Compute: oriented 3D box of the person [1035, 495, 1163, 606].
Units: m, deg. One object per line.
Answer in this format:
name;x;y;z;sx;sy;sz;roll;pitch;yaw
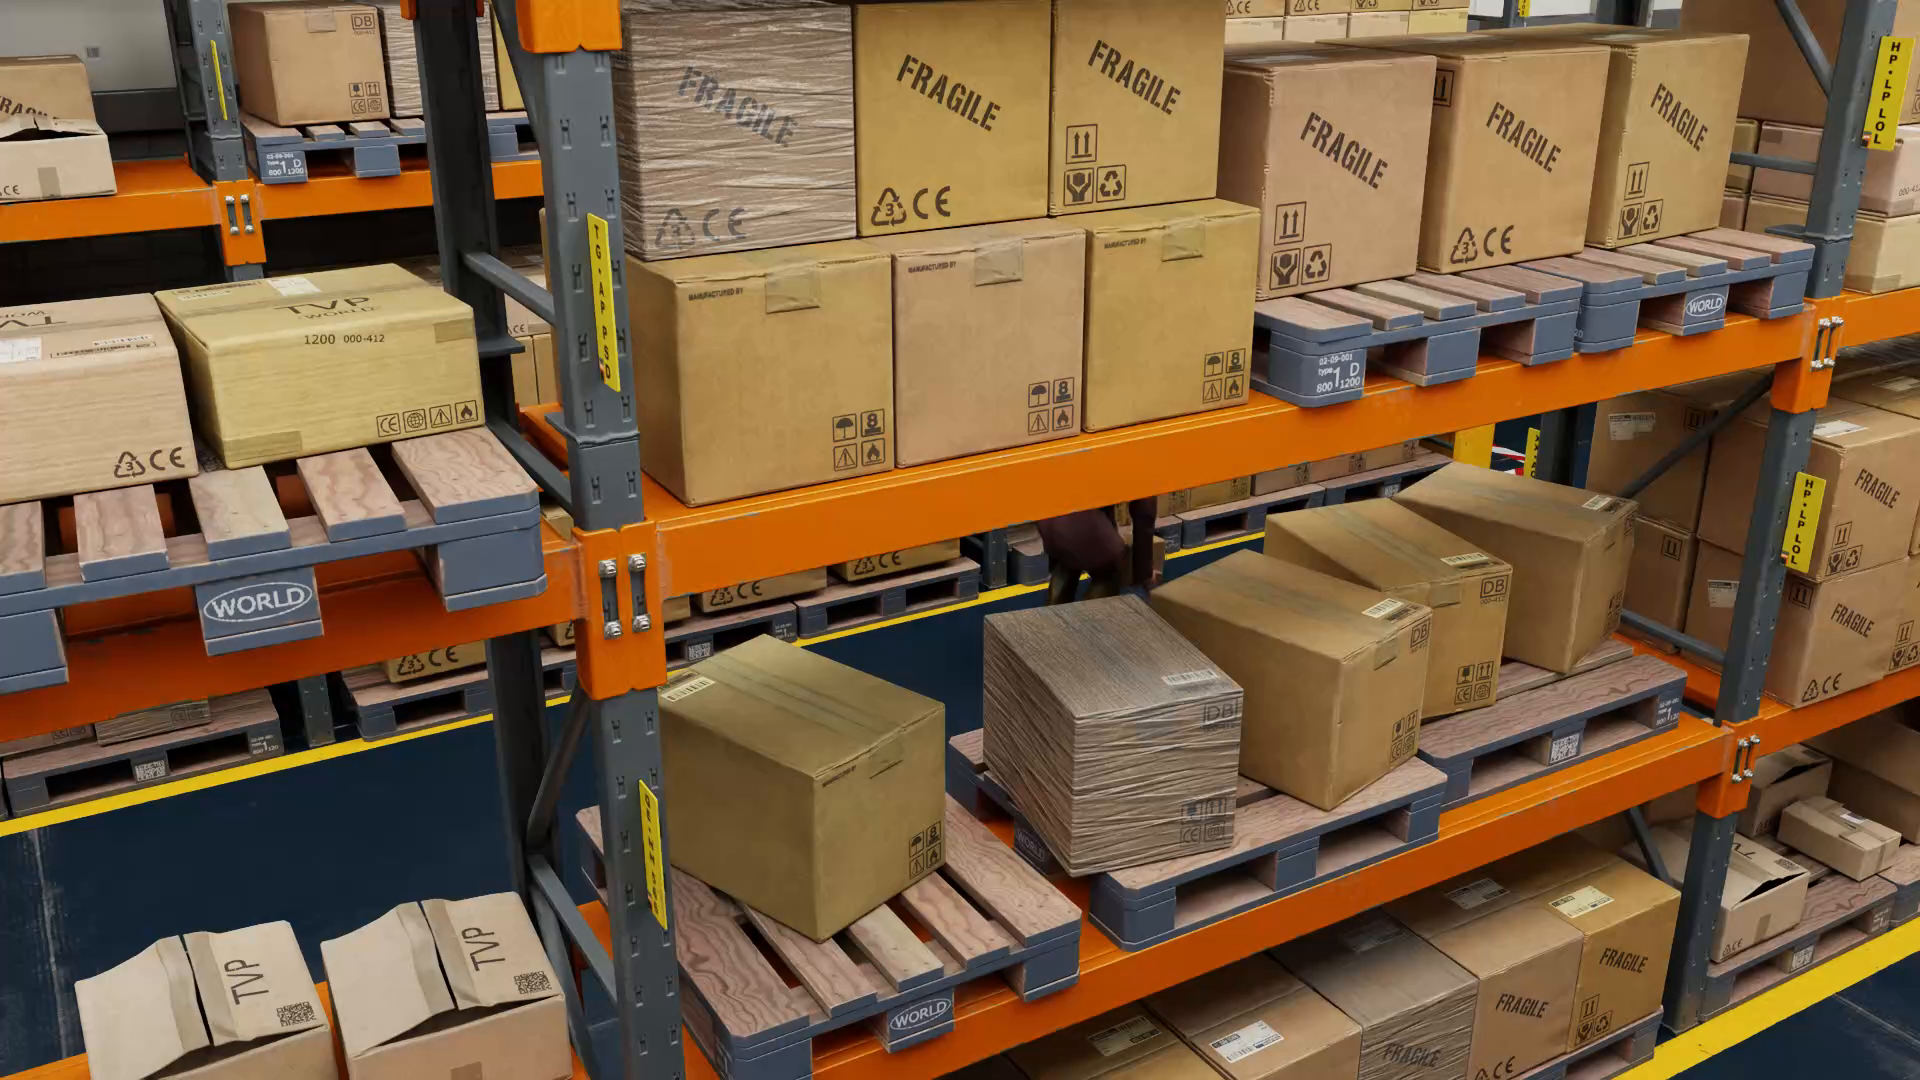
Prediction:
person;0.831;0.035;9.303;0.939;1.204;0.563;-16;26;-35
